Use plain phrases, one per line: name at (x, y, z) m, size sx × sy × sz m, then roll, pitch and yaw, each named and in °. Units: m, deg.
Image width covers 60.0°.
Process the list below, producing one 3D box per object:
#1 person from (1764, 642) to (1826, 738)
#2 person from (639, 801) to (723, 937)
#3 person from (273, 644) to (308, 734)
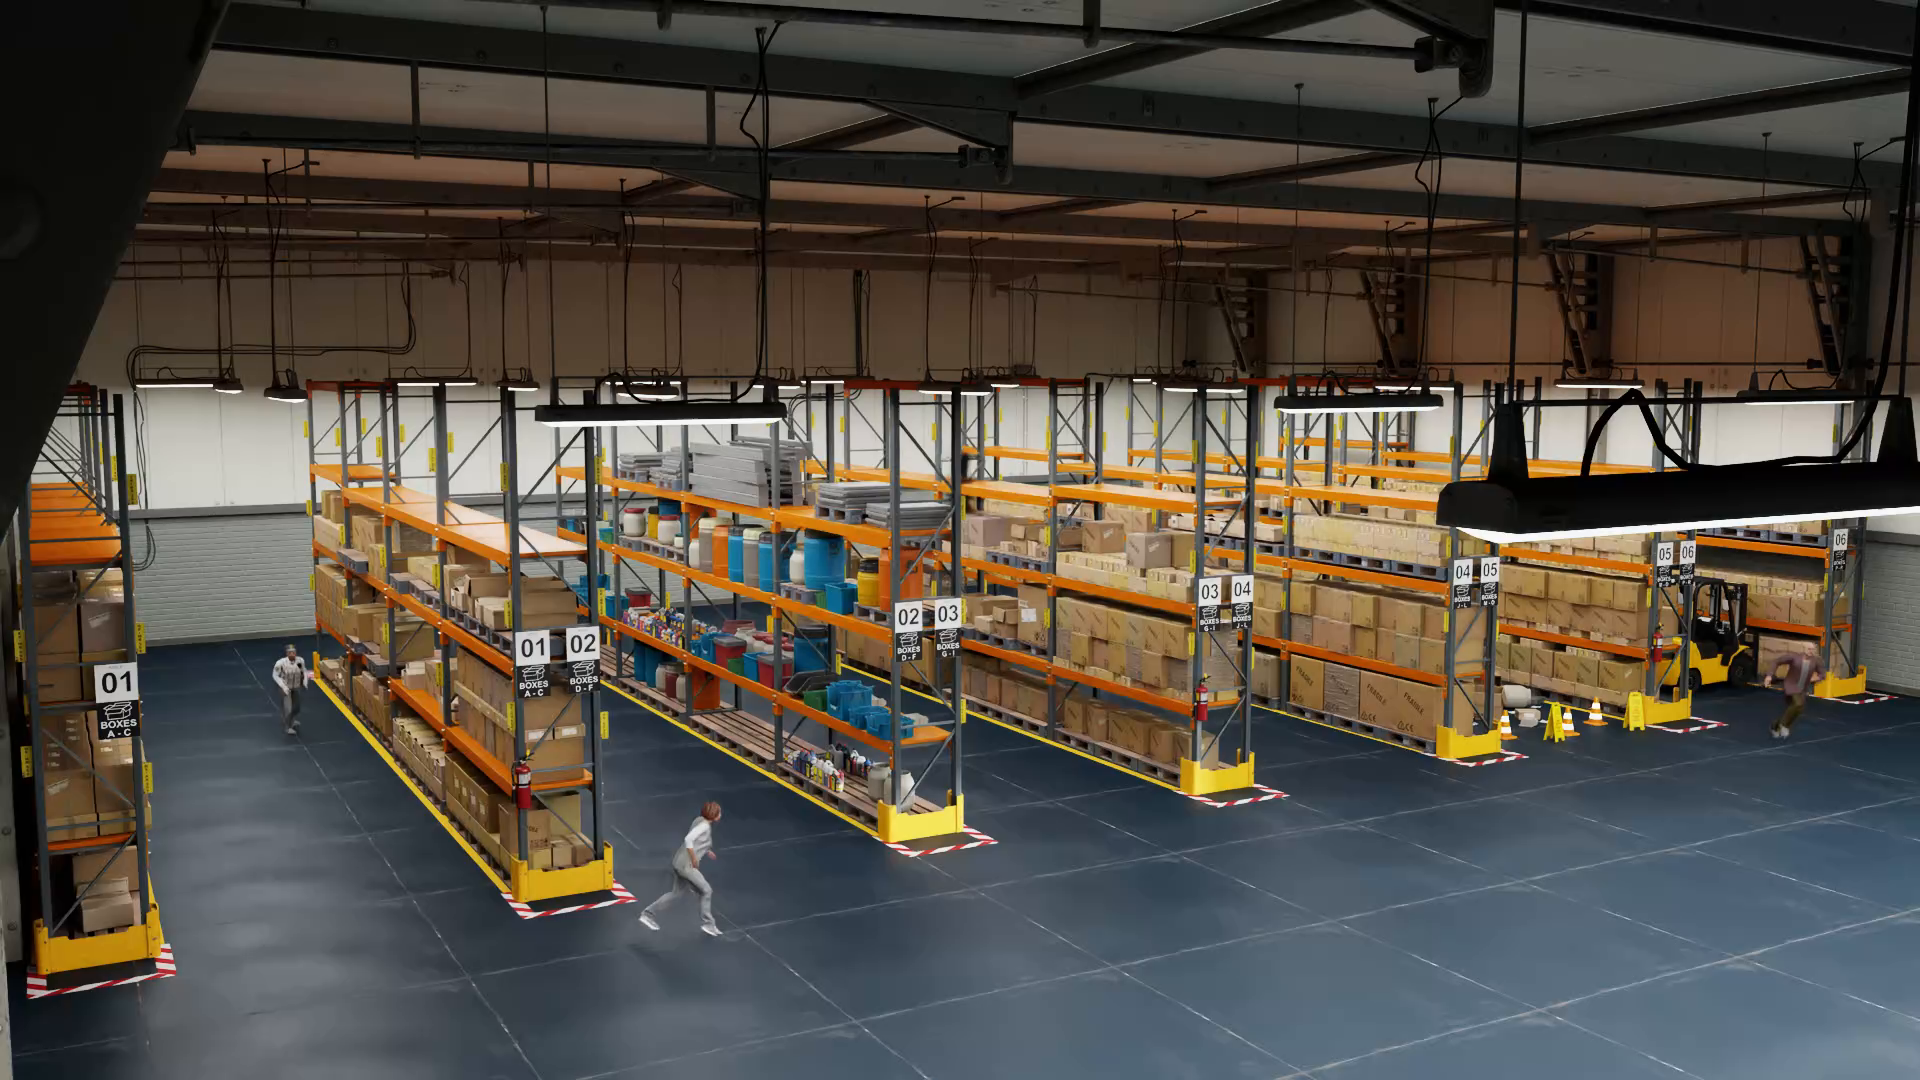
person at (14.124, 2.535, 28.099) m, size 0.865 × 1.674 × 0.740 m, roll -1°, pitch 6°, yaw -11°
person at (-3.067, 3.655, 18.261) m, size 0.914 × 1.549 × 0.579 m, roll -1°, pitch 6°, yaw -11°
person at (-11.493, 2.520, 28.473) m, size 0.773 × 1.582 × 0.596 m, roll 6°, pitch 8°, yaw 43°
